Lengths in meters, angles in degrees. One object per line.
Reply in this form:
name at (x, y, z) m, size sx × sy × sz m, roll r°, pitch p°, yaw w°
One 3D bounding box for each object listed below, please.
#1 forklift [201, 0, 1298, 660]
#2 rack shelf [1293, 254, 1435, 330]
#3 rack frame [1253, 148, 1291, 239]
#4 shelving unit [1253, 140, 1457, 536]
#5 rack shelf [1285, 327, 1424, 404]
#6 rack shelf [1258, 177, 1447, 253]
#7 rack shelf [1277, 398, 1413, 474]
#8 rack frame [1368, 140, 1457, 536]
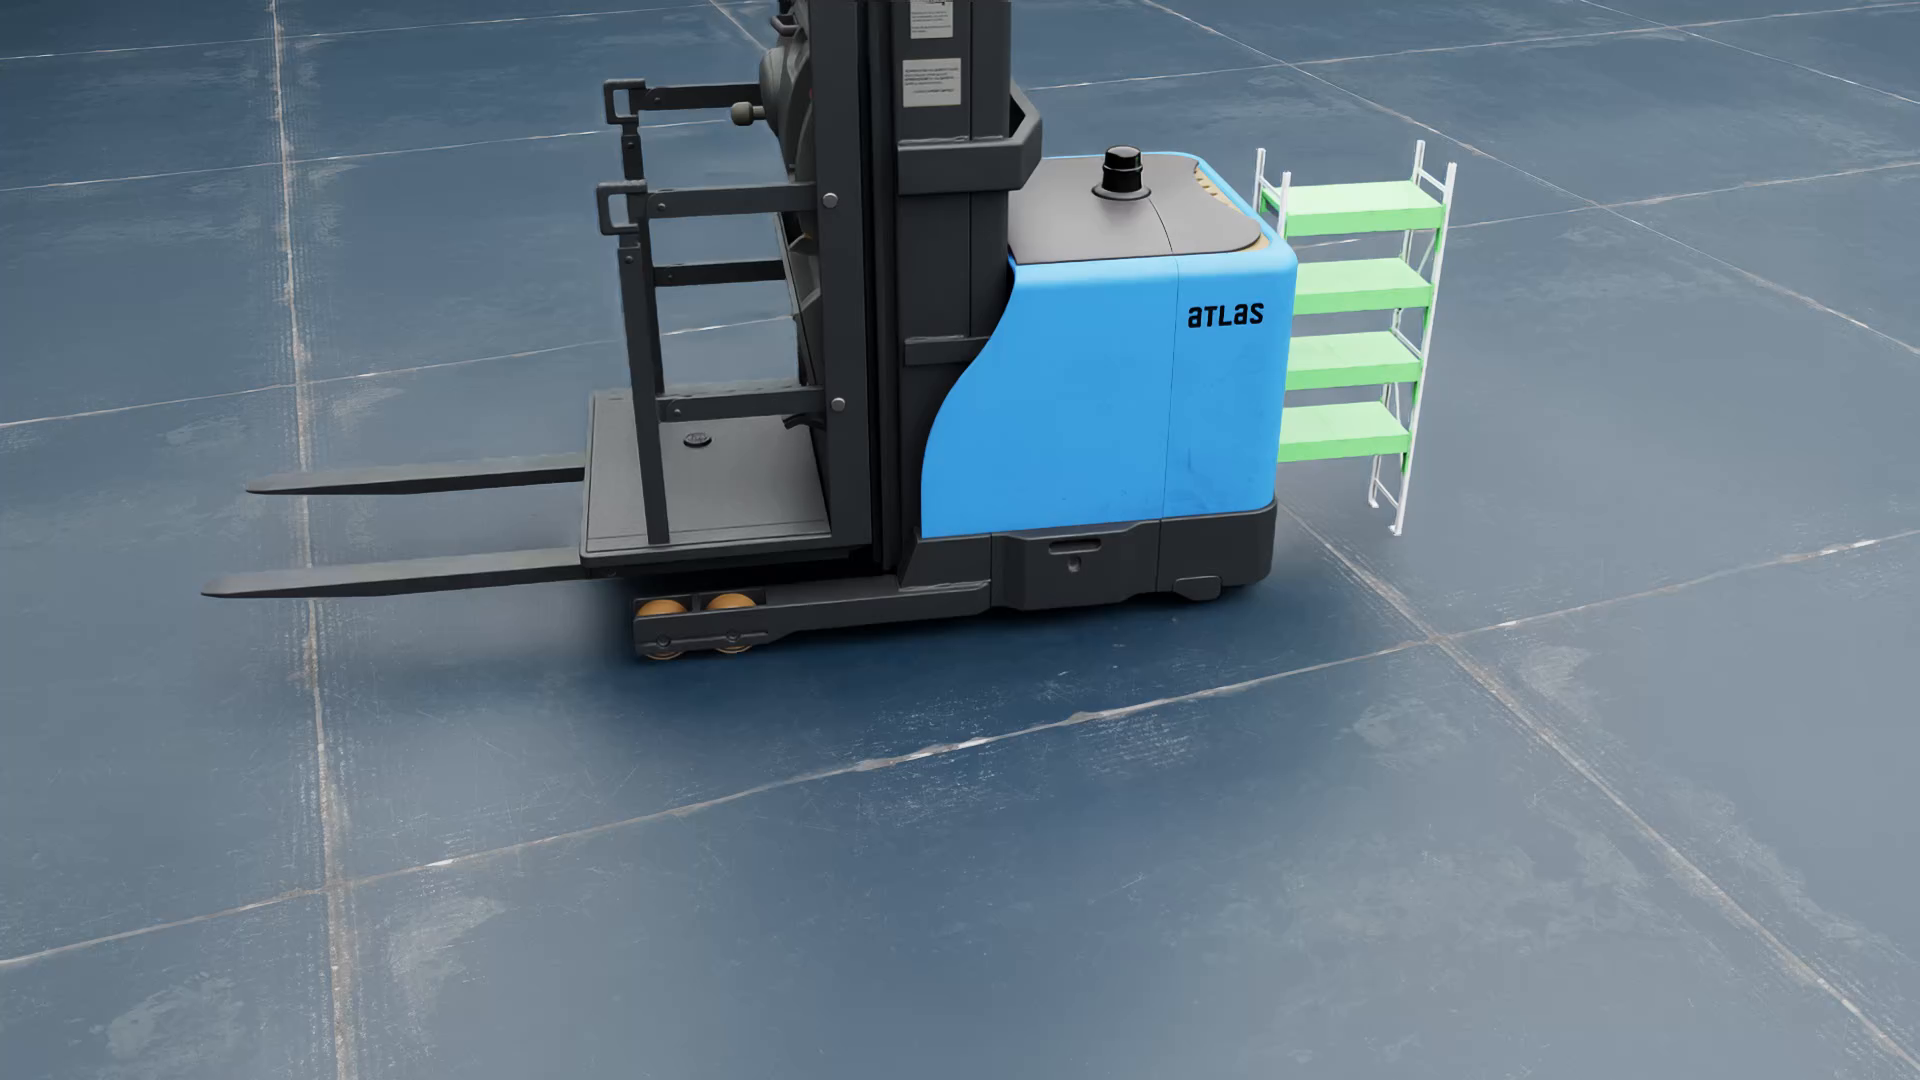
forklift at (-0.638, -1.220, 4.431) m, size 3.031 × 2.935 × 1.130 m, roll -5°, pitch 30°, yaw -8°
rack shelf at (1.131, -0.727, 4.958) m, size 0.480 × 0.148 × 0.258 m, roll -5°, pitch 30°, yaw -8°
rack frame at (0.890, -0.554, 5.010) m, size 0.015 × 1.200 × 0.240 m, roll -5°, pitch 30°, yaw -8°
shelving unit at (1.131, -0.574, 5.045) m, size 0.503 × 1.200 × 0.258 m, roll -5°, pitch 30°, yaw -8°
rack shelf at (1.131, -0.518, 5.077) m, size 0.480 × 0.148 × 0.258 m, roll -5°, pitch 30°, yaw -8°
rack shelf at (1.131, -0.936, 4.839) m, size 0.480 × 0.148 × 0.258 m, roll -5°, pitch 30°, yaw -8°
rack shelf at (1.131, -0.310, 5.196) m, size 0.480 × 0.148 × 0.258 m, roll -5°, pitch 30°, yaw -8°
rack frame at (1.371, -0.594, 5.081) m, size 0.015 × 1.200 × 0.240 m, roll -5°, pitch 30°, yaw -8°
